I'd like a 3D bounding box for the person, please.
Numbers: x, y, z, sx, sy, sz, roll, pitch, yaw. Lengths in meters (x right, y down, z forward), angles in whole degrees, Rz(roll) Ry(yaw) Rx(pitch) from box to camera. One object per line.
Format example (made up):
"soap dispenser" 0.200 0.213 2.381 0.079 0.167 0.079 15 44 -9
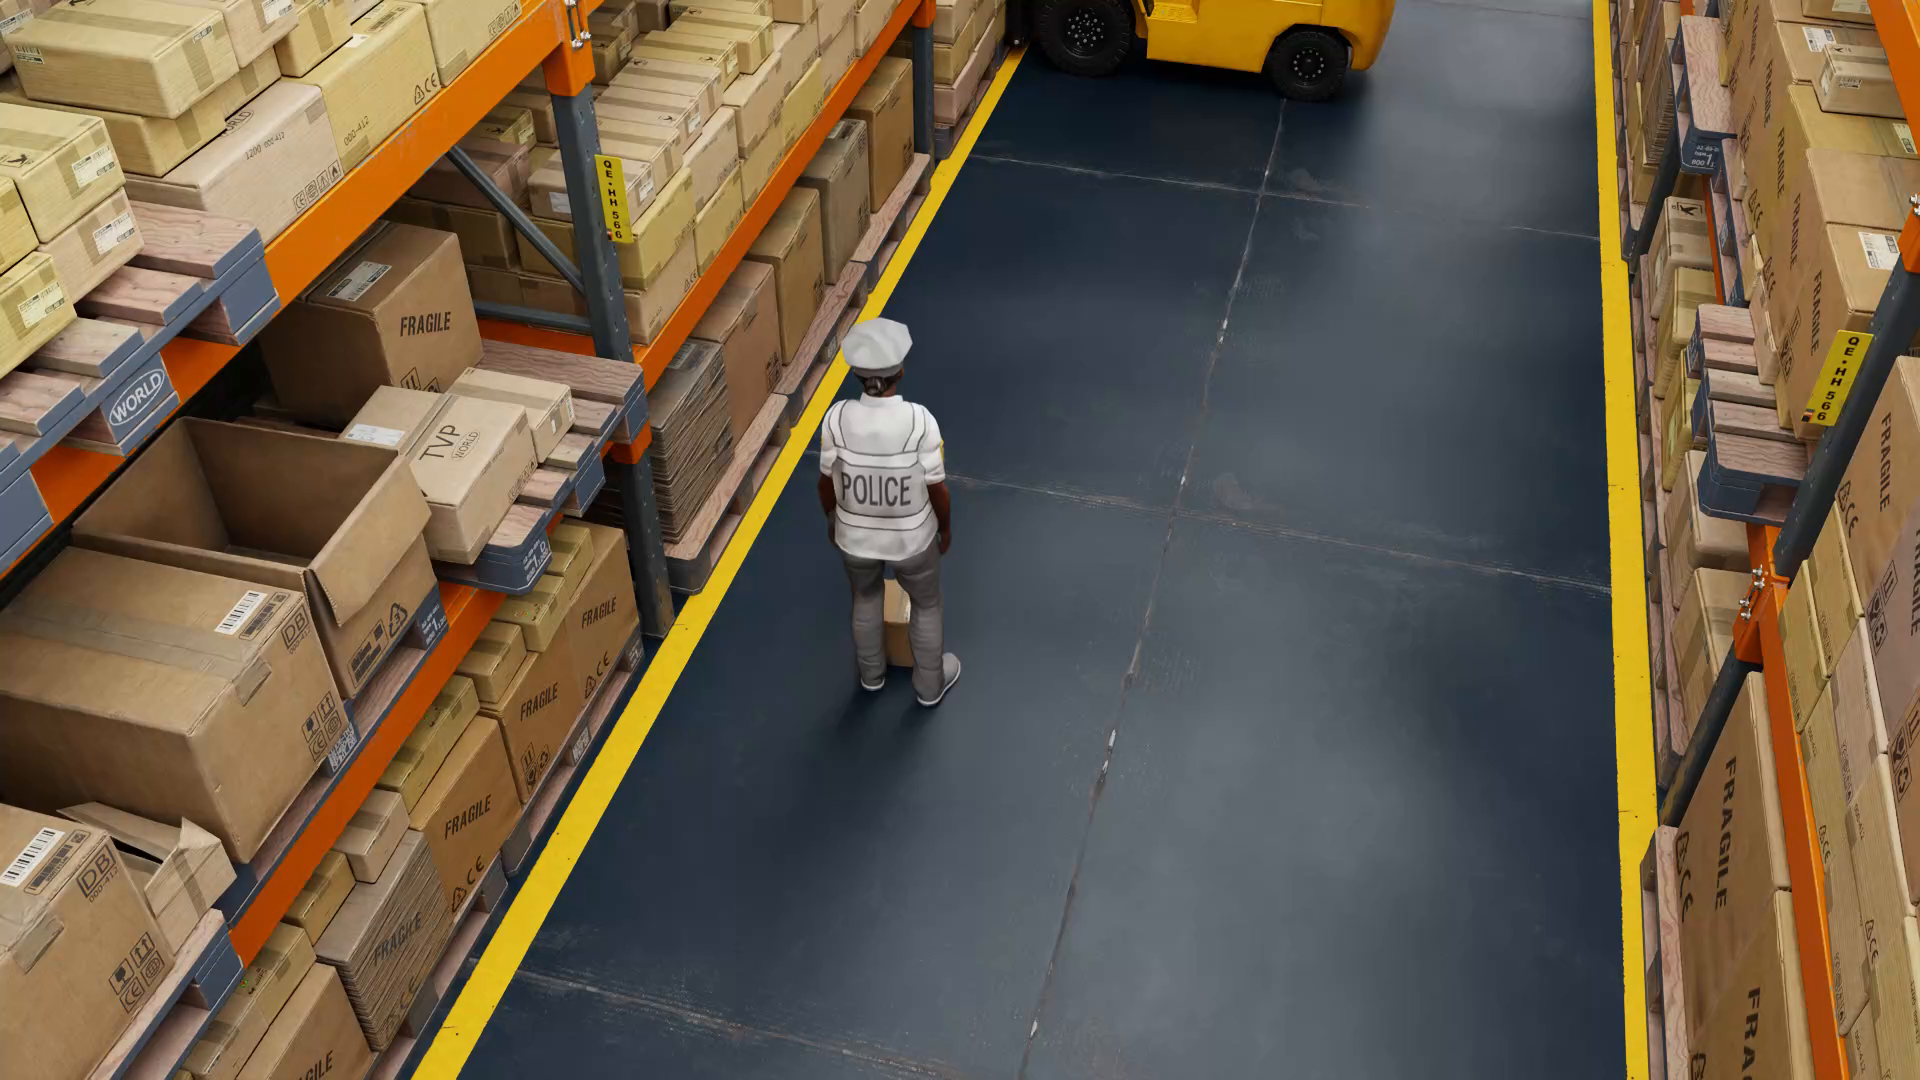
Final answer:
"person" -0.260 -0.048 6.213 0.506 1.659 0.425 5 42 6
